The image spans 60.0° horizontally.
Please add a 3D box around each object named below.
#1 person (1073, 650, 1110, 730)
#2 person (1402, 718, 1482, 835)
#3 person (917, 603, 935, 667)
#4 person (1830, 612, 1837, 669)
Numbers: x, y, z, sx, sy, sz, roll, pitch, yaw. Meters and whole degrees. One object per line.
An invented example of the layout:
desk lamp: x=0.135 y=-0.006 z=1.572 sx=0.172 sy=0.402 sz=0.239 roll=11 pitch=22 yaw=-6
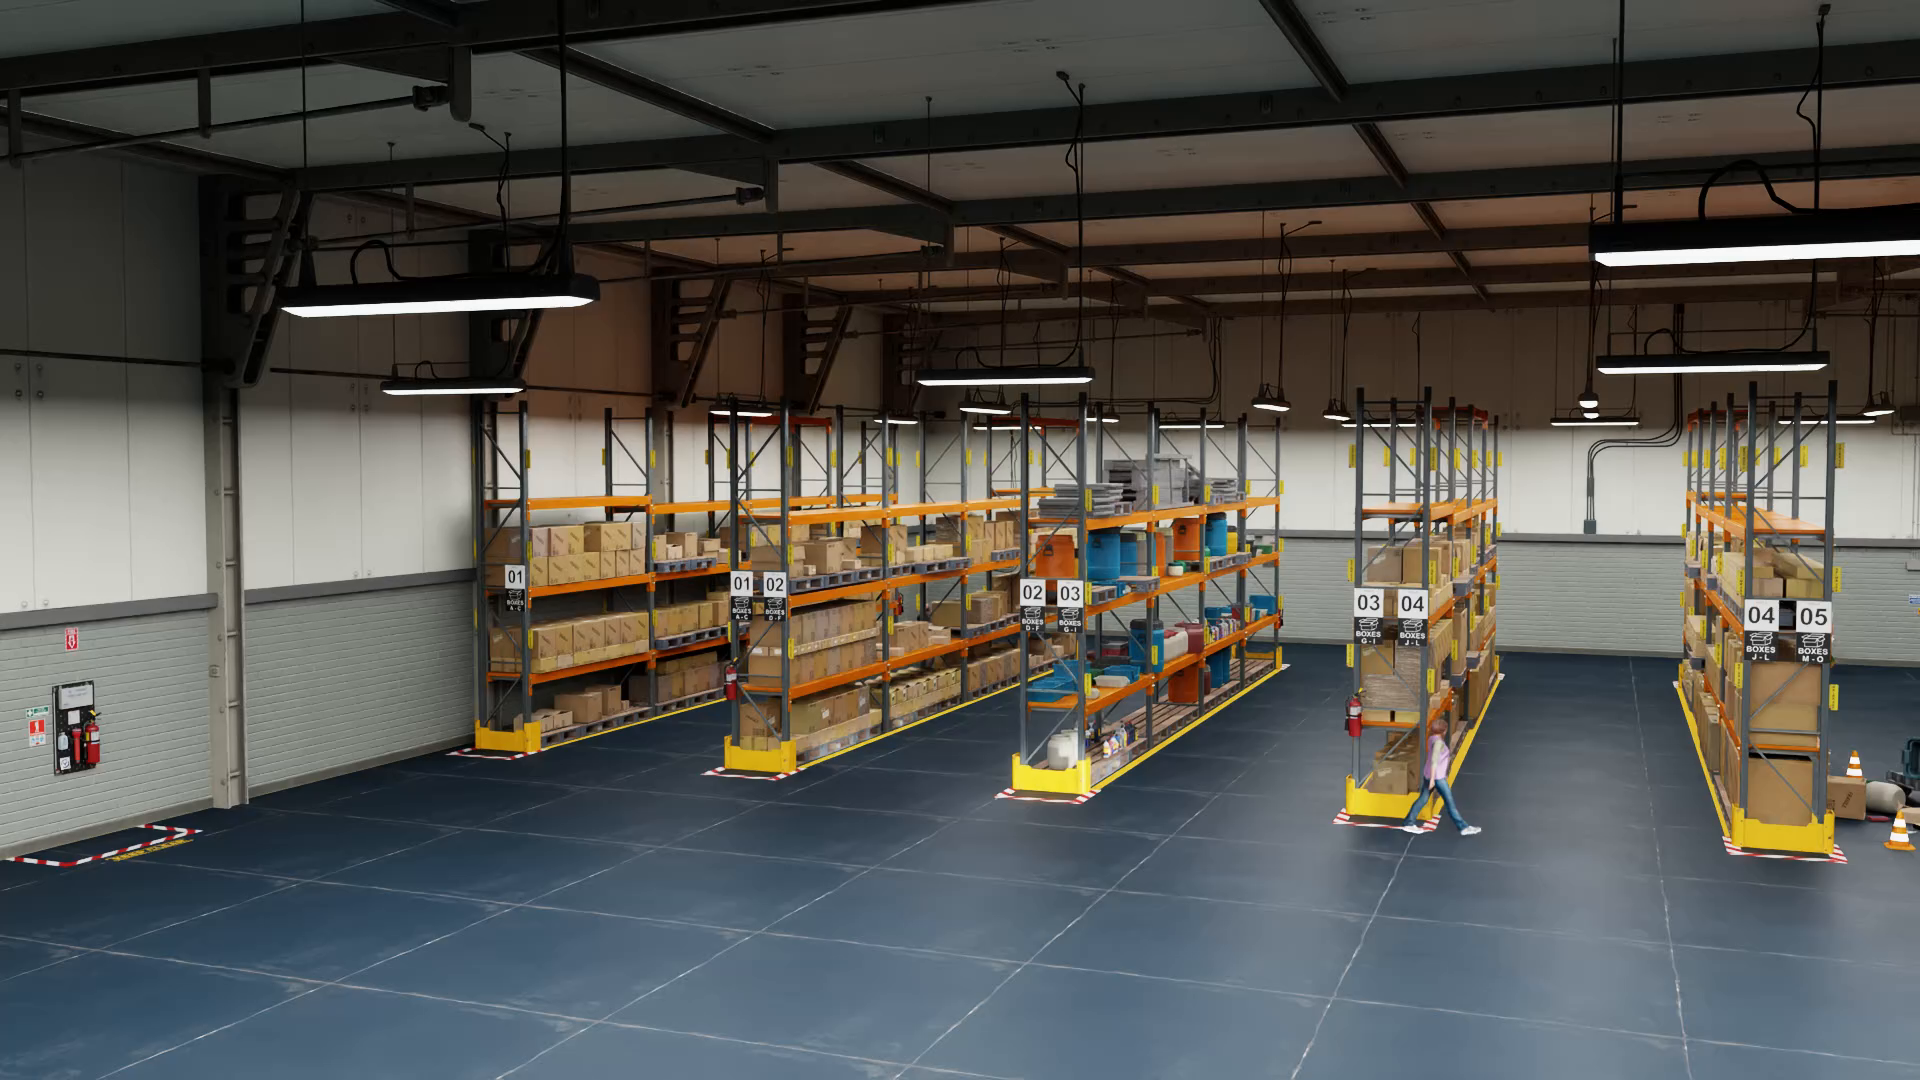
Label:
person: x=2.317 y=2.762 z=30.045 sx=0.815 sy=1.513 sz=0.520 roll=1 pitch=3 yaw=13
person: x=6.372 y=3.137 z=22.036 sx=0.963 sy=1.535 sz=0.493 roll=0 pitch=3 yaw=-1
person: x=-0.785 y=2.303 z=37.931 sx=0.570 sy=1.721 sz=0.502 roll=3 pitch=4 yaw=45
person: x=20.127 y=2.225 z=38.781 sx=0.881 sy=1.767 sz=0.563 roll=-1 pitch=3 yaw=-17
